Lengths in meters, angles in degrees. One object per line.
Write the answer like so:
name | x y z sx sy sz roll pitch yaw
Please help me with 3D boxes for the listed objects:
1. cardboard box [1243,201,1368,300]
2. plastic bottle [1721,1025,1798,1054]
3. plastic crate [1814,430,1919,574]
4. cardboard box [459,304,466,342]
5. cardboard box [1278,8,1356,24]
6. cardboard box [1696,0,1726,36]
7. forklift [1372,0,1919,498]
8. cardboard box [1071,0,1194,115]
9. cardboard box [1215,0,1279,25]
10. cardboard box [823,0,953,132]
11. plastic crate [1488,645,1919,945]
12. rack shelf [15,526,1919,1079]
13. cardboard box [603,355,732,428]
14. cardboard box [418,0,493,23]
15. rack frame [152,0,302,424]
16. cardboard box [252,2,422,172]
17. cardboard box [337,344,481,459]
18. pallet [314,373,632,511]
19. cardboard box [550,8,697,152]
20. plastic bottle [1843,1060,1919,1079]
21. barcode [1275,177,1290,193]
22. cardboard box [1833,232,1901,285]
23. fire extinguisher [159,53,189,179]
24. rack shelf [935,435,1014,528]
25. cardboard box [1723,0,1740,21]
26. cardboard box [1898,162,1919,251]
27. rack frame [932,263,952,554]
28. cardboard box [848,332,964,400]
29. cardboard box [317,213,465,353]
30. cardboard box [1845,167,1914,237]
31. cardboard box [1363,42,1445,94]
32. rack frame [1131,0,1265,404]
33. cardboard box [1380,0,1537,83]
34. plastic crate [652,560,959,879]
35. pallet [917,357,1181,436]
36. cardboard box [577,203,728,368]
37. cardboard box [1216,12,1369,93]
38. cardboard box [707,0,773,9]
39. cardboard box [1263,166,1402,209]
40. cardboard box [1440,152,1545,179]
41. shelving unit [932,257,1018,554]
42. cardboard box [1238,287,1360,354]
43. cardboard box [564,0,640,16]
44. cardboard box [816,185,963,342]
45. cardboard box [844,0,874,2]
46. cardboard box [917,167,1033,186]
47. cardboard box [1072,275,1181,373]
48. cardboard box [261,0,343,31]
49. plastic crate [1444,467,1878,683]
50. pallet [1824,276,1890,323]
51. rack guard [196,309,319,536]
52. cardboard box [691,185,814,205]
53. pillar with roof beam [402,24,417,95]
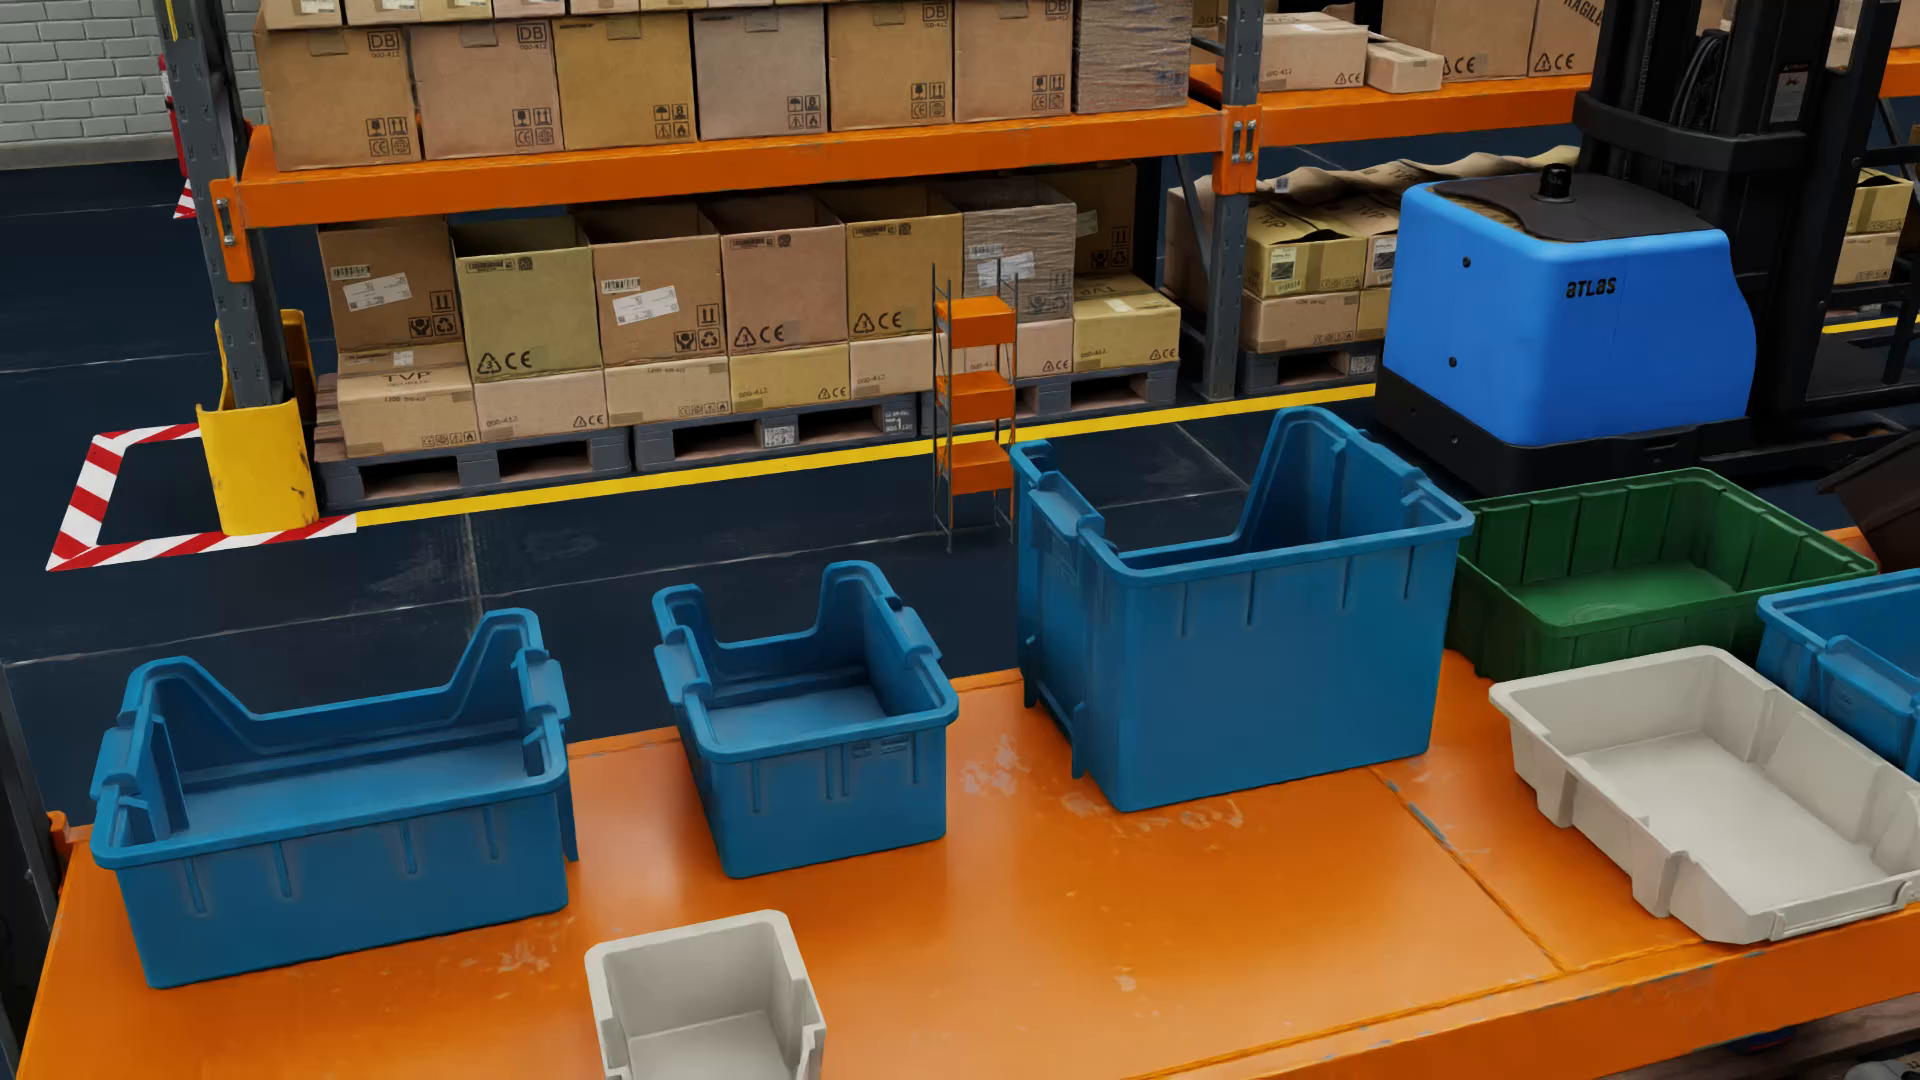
cardboard box | 1.497 -1.334 7.553 0.500 0.311 0.500 -8 28 -16
plastic bottle | 1.706 0.906 3.536 0.185 0.351 0.144 -8 28 -16
plastic crate | 2.021 -0.034 3.015 0.504 0.338 0.767 -8 28 -16
cardboard box | -1.886 -0.853 7.215 0.500 0.250 0.500 -8 28 -16
cardboard box | 2.625 -3.776 12.799 0.500 0.500 0.700 -8 27 -15
cardboard box | 3.240 -2.533 7.866 0.500 0.500 0.500 -10 28 -19
forklift | 3.352 -1.796 6.571 3.031 2.935 1.130 -8 28 -16
cardboard box | 0.607 -2.156 7.107 0.500 0.500 0.700 -9 28 -17
cardboard box | 2.063 -4.060 12.527 0.500 0.250 0.500 -8 27 -15
cardboard box | -0.370 -2.013 6.819 0.500 0.500 0.700 -8 27 -15
plastic crate | 1.092 0.369 2.430 0.437 0.136 0.530 -8 28 -16
rack shelf | 0.656 0.518 2.643 4.000 0.370 1.077 -8 28 -16
cardboard box | -1.247 -0.699 6.906 0.500 0.250 0.500 -8 28 -16
cardboard box | -1.848 -1.994 6.051 0.250 0.149 0.380 -8 28 -16
rack frame | -2.776 -1.624 6.148 0.127 3.000 1.000 -8 28 -16
cardboard box | -2.328 -1.728 6.244 0.500 0.500 0.700 -8 28 -16
cardboard box | -2.197 -0.560 6.625 0.500 0.250 0.500 -8 28 -16
pallet | -2.062 -0.498 7.016 1.213 0.211 1.003 -8 28 -16
cardboard box | -1.356 -1.868 6.527 0.500 0.500 0.700 -8 28 -16
plastic bottle | 1.782 1.121 3.188 0.135 0.276 0.152 -8 28 -16
barcode | 1.399 -1.541 7.218 0.075 0.075 0.001 -8 28 -16
cardboard box | 4.406 -1.507 8.531 0.500 0.250 0.500 -8 27 -15
fire extinguisher | -3.032 -1.770 6.528 0.183 0.674 0.296 -8 28 -16
rack shelf | 0.051 -0.219 6.160 0.240 0.259 0.215 -8 28 -16
cardboard box | 3.920 -2.645 8.304 0.500 0.311 0.500 -9 28 -17
cardboard box | 5.352 -1.745 8.708 0.500 0.500 0.500 -7 27 -14
rack frame | -0.065 -0.461 5.998 0.008 1.050 0.200 -8 28 -16
cardboard box | -0.295 -0.835 7.179 0.500 0.250 0.500 -8 28 -16
cardboard box | -2.358 -1.116 6.902 0.500 0.500 0.500 -8 28 -16
cardboard box | 4.409 -1.757 8.405 0.500 0.311 0.500 -8 27 -15
cardboard box | 1.933 -2.098 7.385 0.250 0.149 0.380 -8 28 -16
rack frame | 1.027 -2.175 7.258 0.127 3.000 1.000 -8 28 -16
cardboard box | 2.264 -2.391 7.581 0.500 0.500 0.500 -6 27 -12
plastic crate | -0.243 0.255 2.530 0.408 0.251 0.499 -8 28 -16
pallet | 0.258 -0.834 7.693 1.213 0.211 1.003 -8 28 -16
cardboard box | -1.251 -1.040 6.749 0.500 0.500 0.500 -8 28 -16
cardboard box | 1.482 -2.194 7.465 0.500 0.250 0.500 -7 27 -13
cardboard box | -0.874 -2.134 6.333 0.250 0.149 0.380 -8 27 -16
cardboard box | 1.816 -1.634 8.157 0.500 0.311 0.500 -7 27 -15
cardboard box | 2.771 -1.769 8.430 0.500 0.311 0.500 -9 28 -17
shelving unit | 0.051 -0.478 6.031 0.252 1.050 0.215 -8 28 -16
cardboard box | 1.488 -1.082 7.677 0.500 0.250 0.500 -9 28 -17
cardboard box | -1.355 -2.065 6.195 0.250 0.149 0.380 -9 28 -18
cardboard box | -0.299 -1.177 7.023 0.500 0.500 0.500 -8 28 -16
cardboard box | -0.373 -2.208 6.482 0.250 0.149 0.380 -7 27 -15
cardboard box | 0.017 -1.464 7.602 0.500 0.500 0.500 -8 28 -16
cardboard box | 0.654 -0.975 7.461 0.500 0.250 0.500 -8 28 -16
cardboard box | -2.336 -1.922 5.907 0.250 0.149 0.380 -8 28 -16
plastic crate | 1.180 0.082 2.949 0.662 0.188 0.450 -8 28 -16
pallet | 4.036 -1.380 8.792 1.213 0.211 1.003 -8 28 -16
rack guard | -2.799 -0.501 6.697 0.348 0.500 1.175 -8 28 -16
cardboard box | -0.936 -1.328 7.329 0.500 0.500 0.500 -8 28 -16
pillar with roof beam | -2.583 -5.047 6.296 0.400 9.000 9.100 -8 28 -16
